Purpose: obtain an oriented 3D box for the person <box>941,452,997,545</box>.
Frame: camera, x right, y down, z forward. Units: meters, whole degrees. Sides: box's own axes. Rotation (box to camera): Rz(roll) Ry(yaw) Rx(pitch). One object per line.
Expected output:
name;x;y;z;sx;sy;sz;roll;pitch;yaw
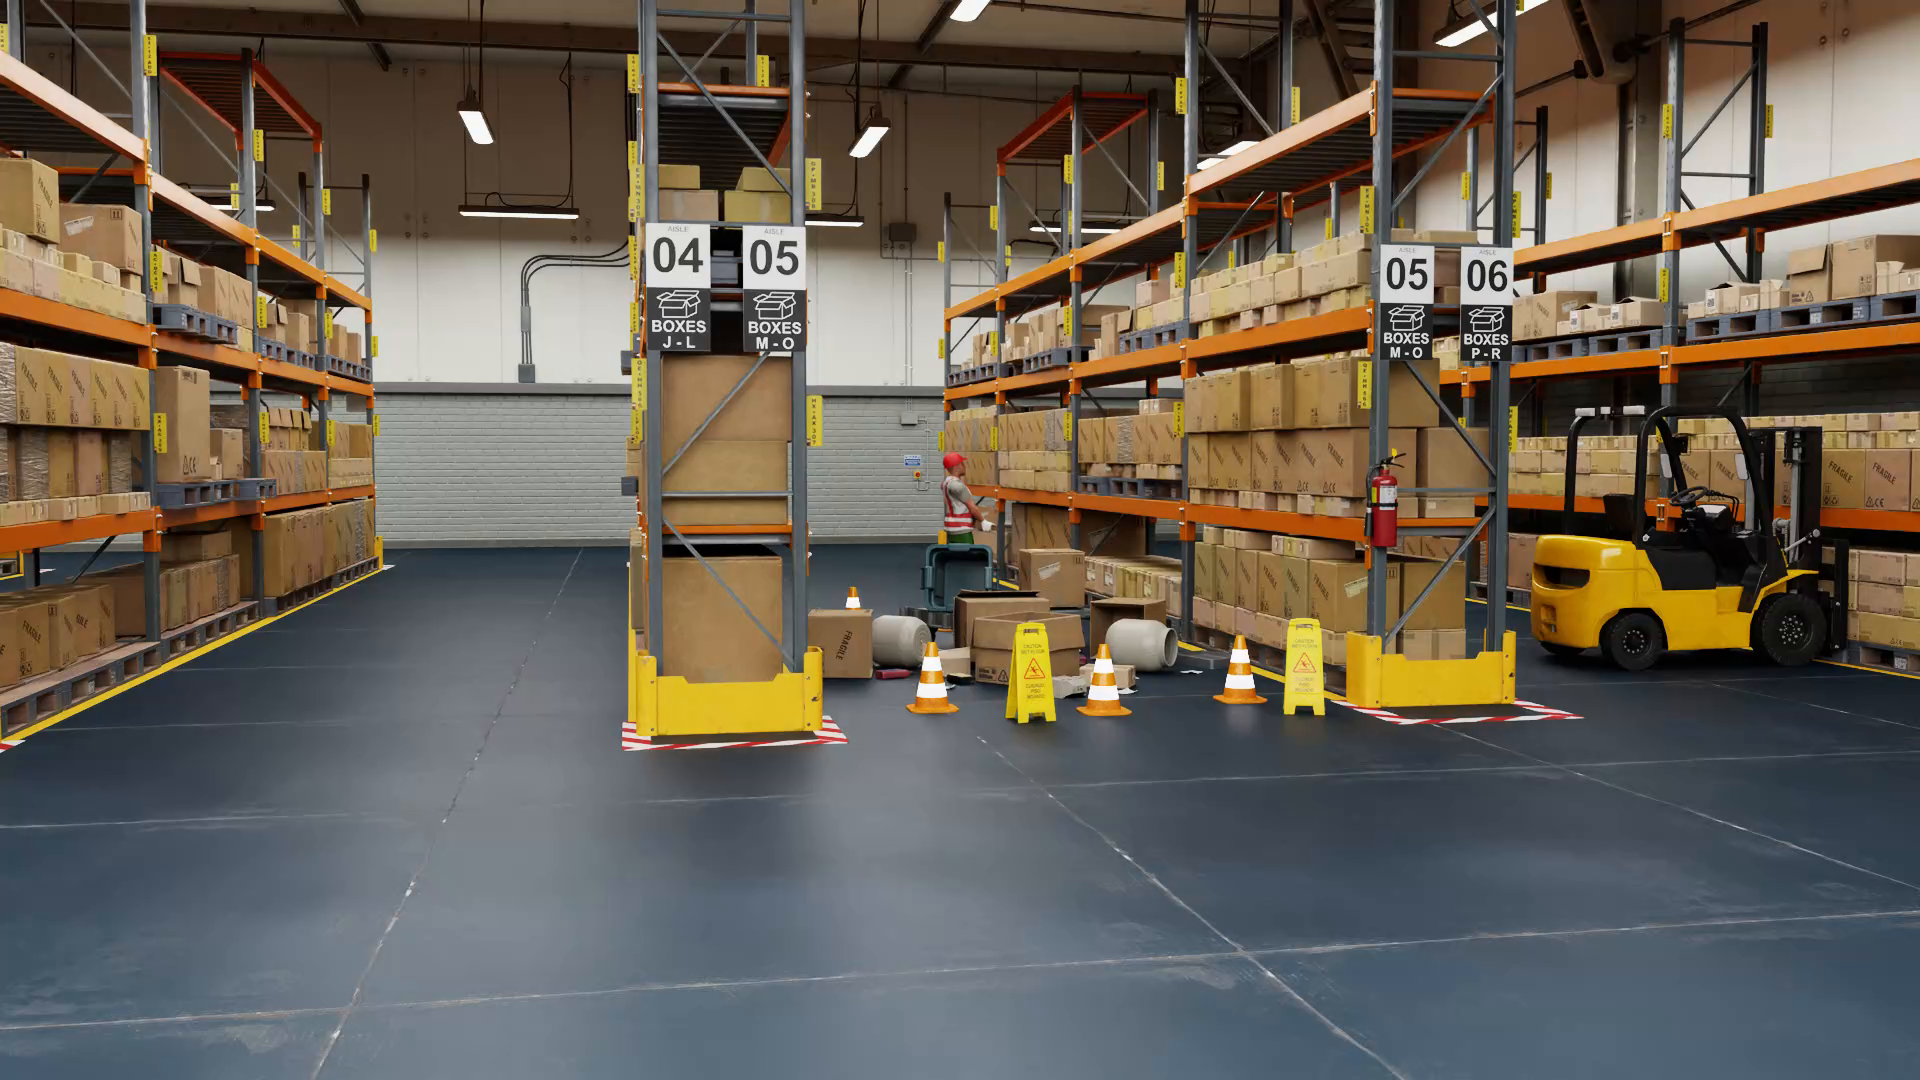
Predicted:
person;0.096;-0.073;18.284;0.573;1.782;0.494;-1;3;-11
